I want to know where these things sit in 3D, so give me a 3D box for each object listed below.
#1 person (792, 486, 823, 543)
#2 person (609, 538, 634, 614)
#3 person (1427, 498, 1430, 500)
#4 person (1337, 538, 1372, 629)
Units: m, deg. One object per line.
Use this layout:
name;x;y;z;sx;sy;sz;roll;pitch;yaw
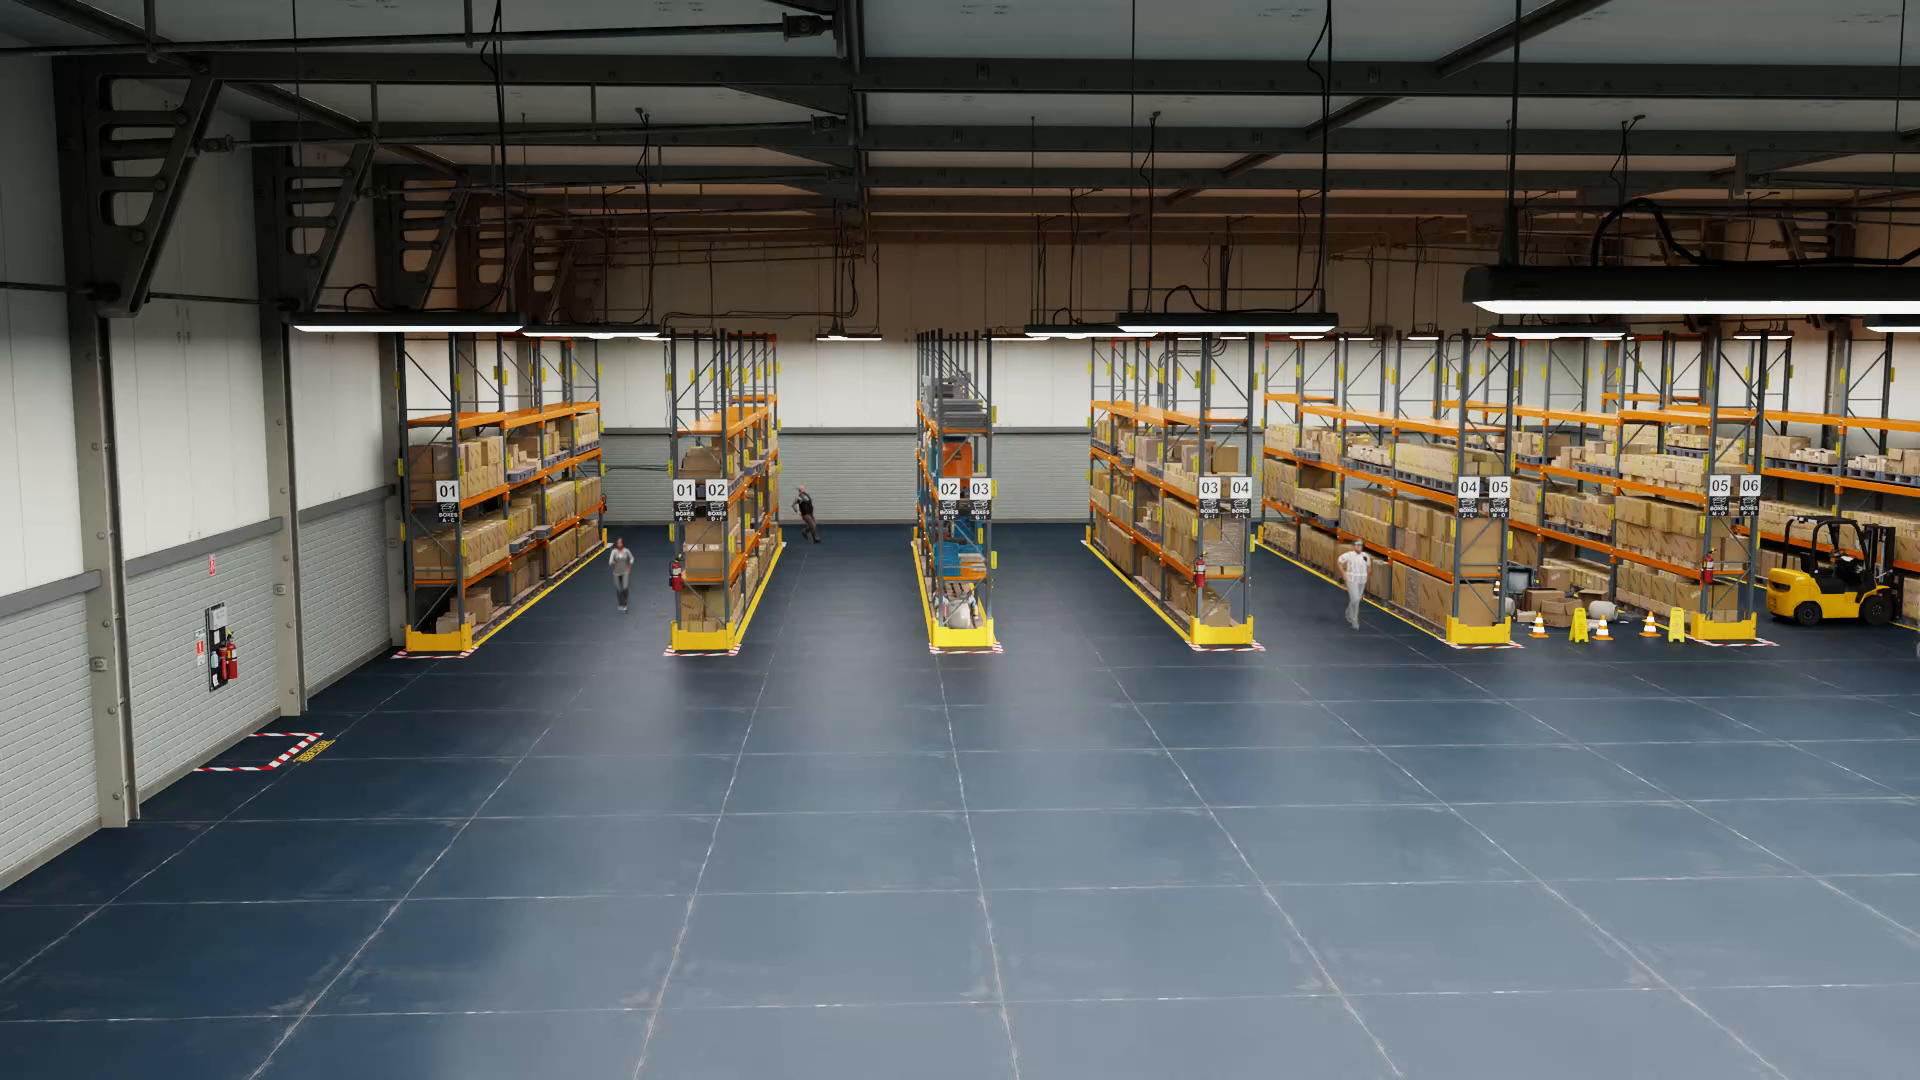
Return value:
person;-4.378;-0.724;47.757;0.829;1.656;0.717;4;8;32
person;-7.211;0.766;35.394;0.514;1.631;0.653;-1;7;-8
person;14.094;-0.926;49.537;0.674;1.706;0.662;4;8;30
person;8.043;0.879;33.775;0.642;1.854;0.817;-2;7;-19
